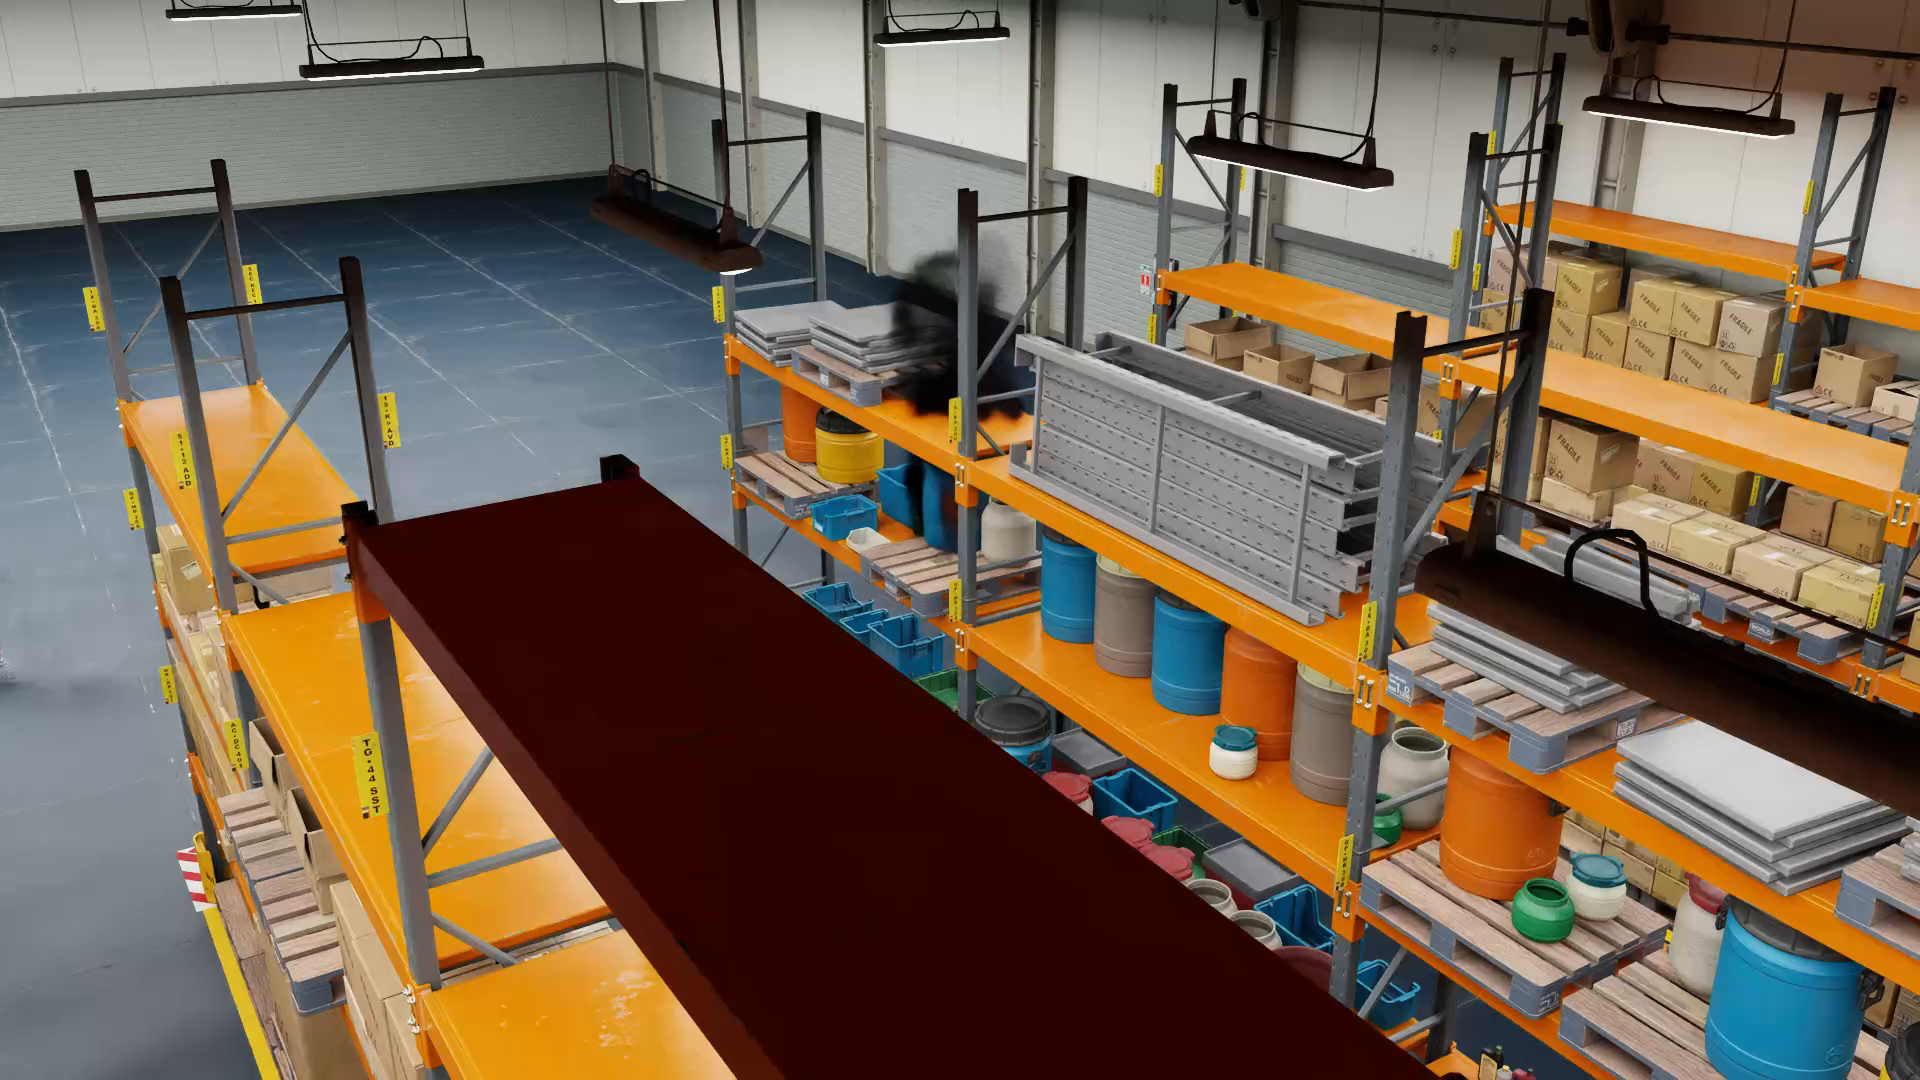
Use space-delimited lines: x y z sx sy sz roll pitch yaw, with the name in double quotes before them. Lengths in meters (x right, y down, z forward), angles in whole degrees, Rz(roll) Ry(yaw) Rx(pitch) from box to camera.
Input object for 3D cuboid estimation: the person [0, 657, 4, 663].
"person" -10.615 0.715 17.336 0.927 1.682 0.540 -2 22 -5
